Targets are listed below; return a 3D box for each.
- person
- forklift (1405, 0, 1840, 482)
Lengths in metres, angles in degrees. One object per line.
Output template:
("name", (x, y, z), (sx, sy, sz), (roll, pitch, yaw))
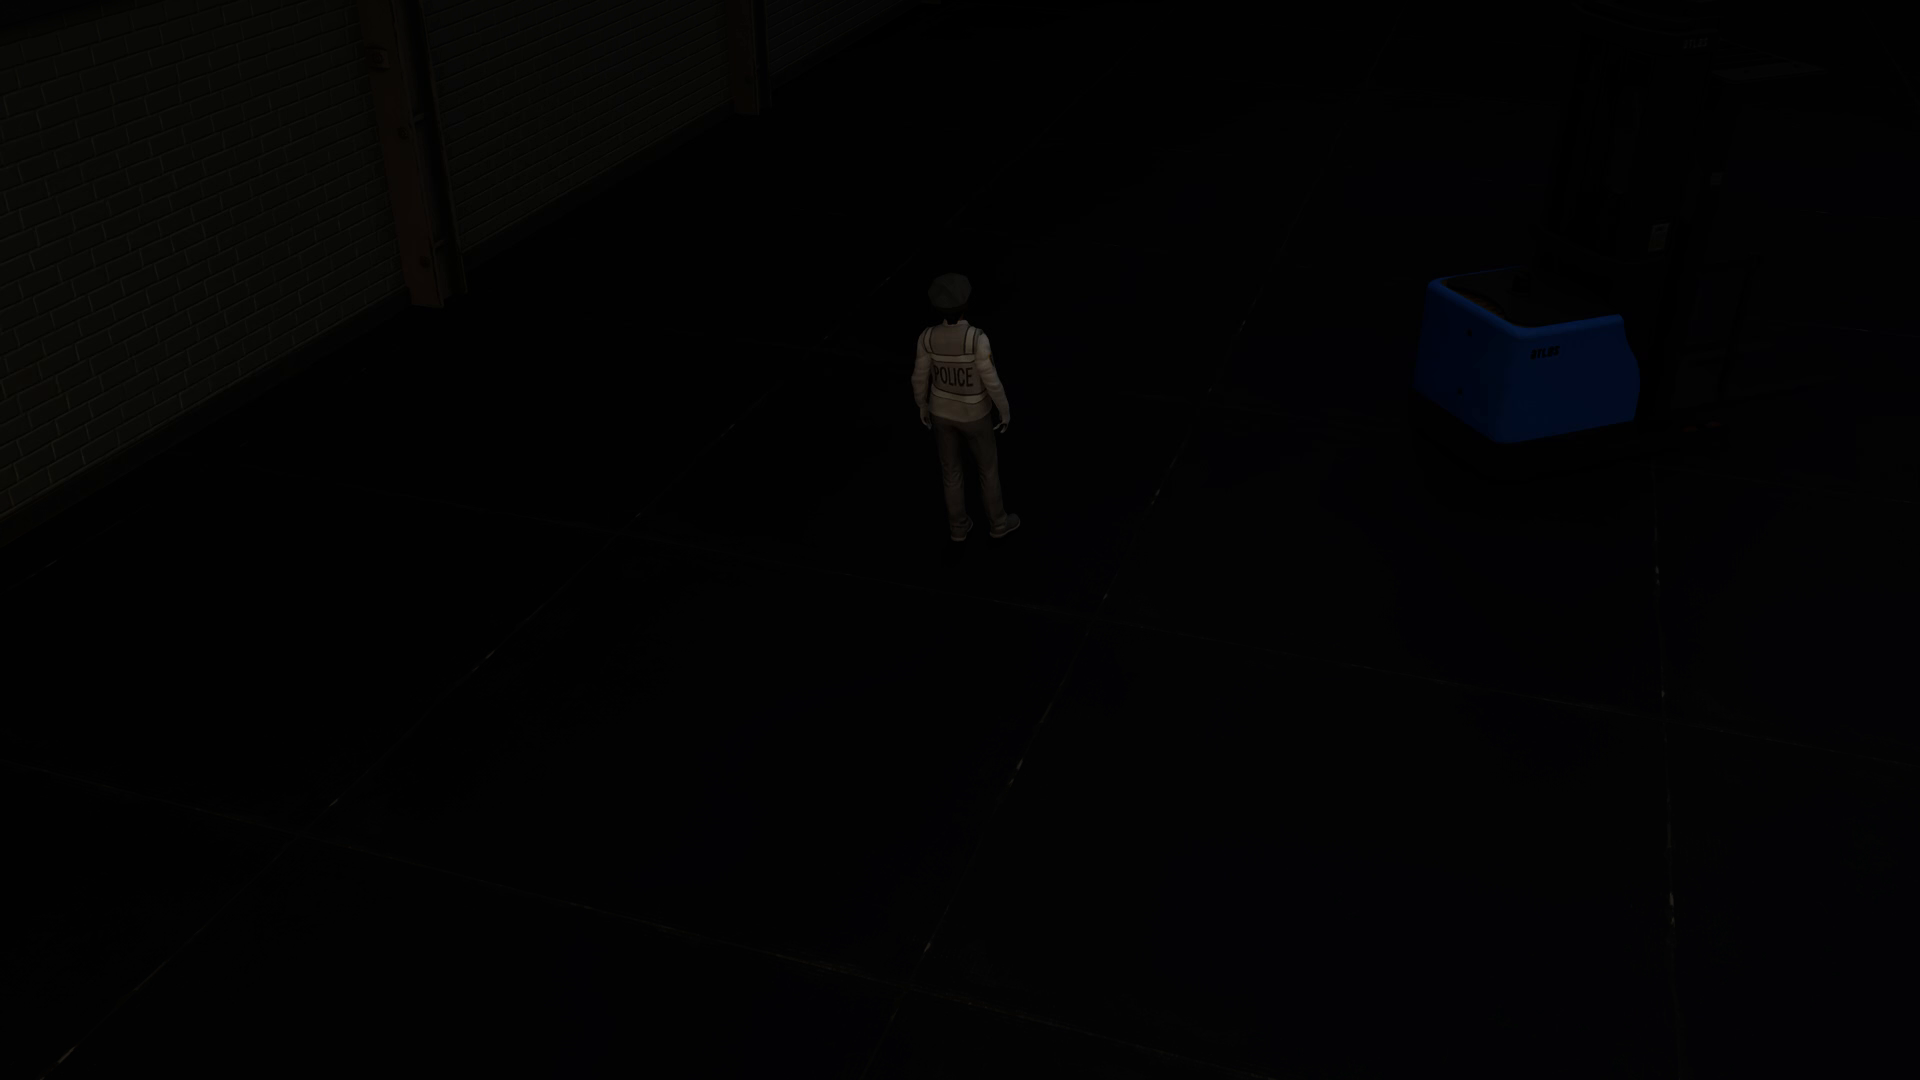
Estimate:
("person", (0.029, -0.774, 9.728), (0.586, 1.694, 0.530), (10, 31, 16))
("forklift", (4.628, -2.099, 10.819), (3.031, 2.935, 1.130), (-11, 31, -18))
